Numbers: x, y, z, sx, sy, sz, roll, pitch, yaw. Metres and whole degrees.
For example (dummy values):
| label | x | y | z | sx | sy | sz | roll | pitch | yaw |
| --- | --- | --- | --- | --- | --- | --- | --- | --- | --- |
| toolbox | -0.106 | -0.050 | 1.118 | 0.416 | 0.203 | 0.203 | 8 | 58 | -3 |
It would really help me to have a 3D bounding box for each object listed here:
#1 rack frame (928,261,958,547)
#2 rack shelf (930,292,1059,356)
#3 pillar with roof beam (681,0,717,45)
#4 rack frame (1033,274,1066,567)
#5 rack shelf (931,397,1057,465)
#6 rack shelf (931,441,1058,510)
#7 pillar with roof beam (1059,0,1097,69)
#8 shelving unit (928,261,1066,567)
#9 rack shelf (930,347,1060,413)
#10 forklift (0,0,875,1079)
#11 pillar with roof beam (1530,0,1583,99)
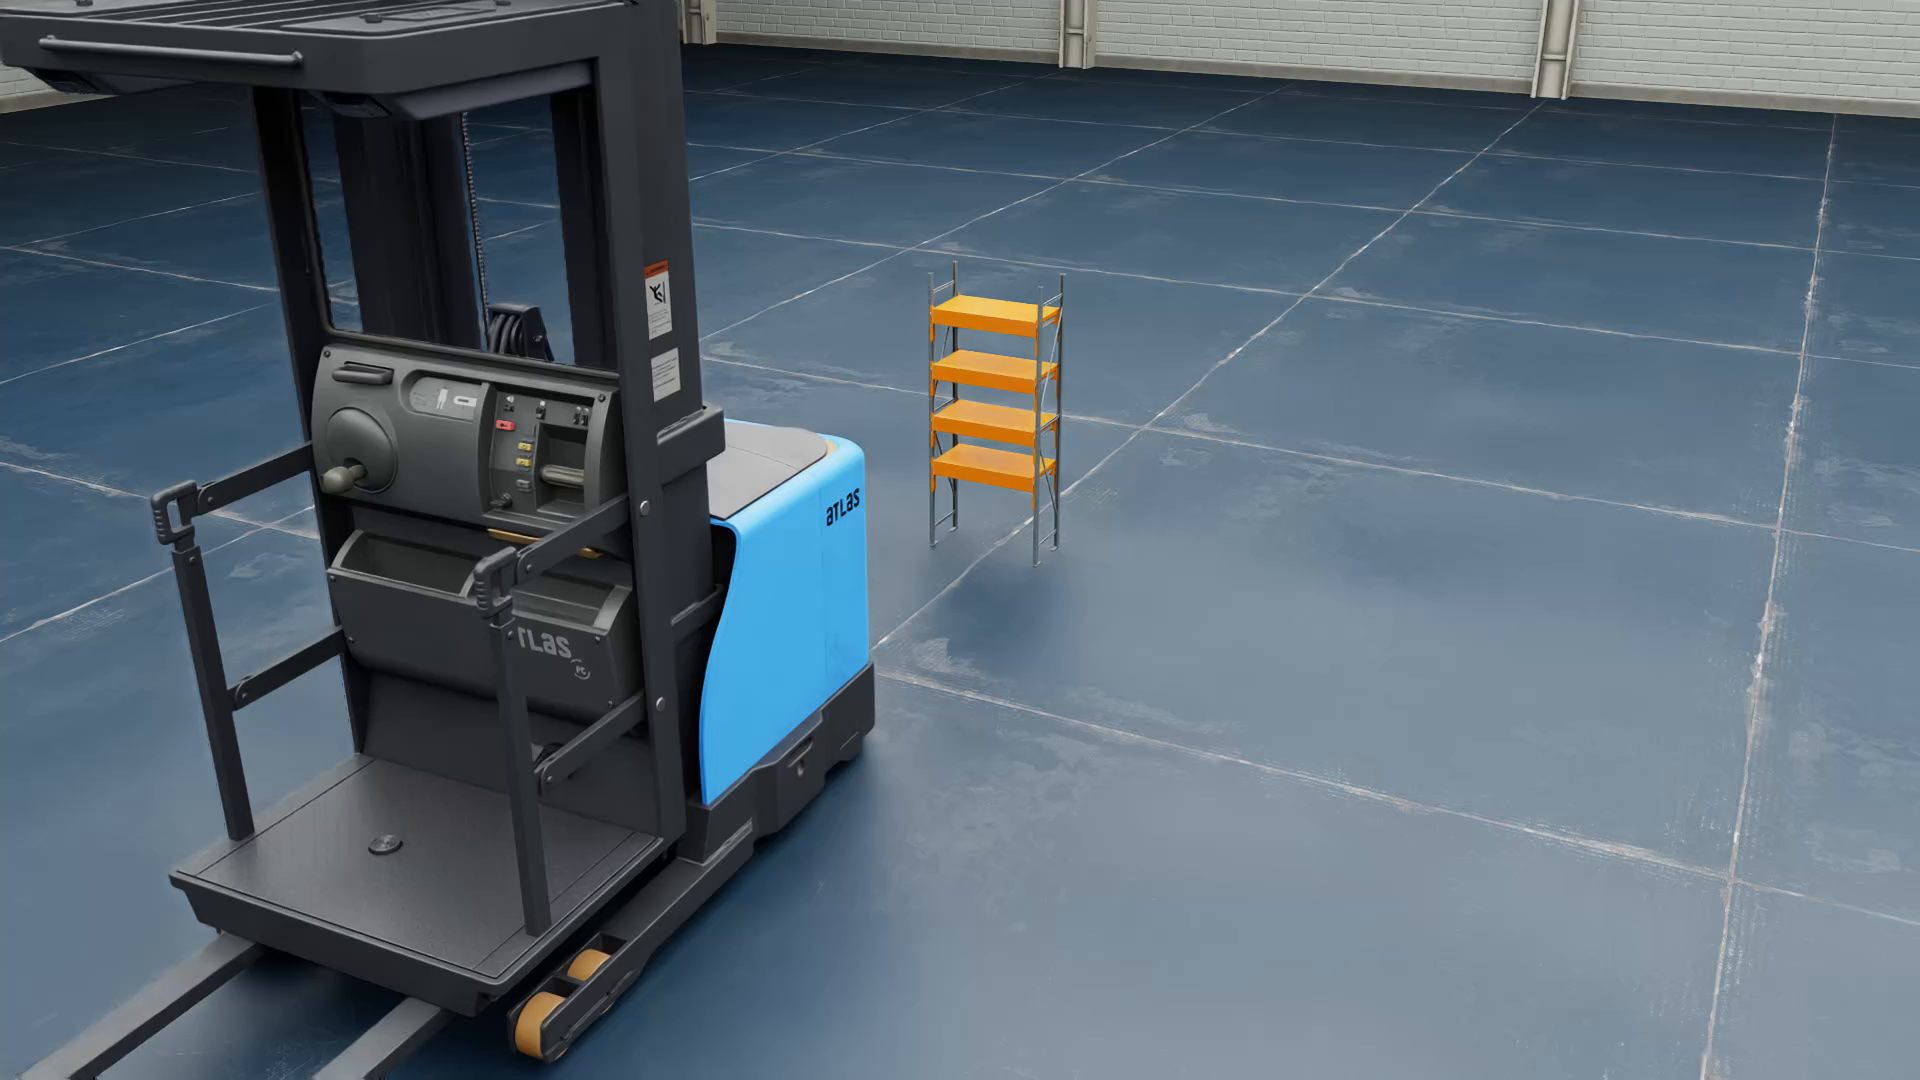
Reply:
| label | x | y | z | sx | sy | sz | roll | pitch | yaw |
| --- | --- | --- | --- | --- | --- | --- | --- | --- | --- |
| rack frame | -0.070 | -0.566 | 7.048 | 0.015 | 1.200 | 0.240 | 11 | 25 | 25 |
| rack shelf | 0.148 | -0.885 | 6.793 | 0.480 | 0.148 | 0.258 | 11 | 25 | 25 |
| pillar with roof beam | -5.754 | -9.939 | 19.123 | 0.400 | 9.000 | 9.100 | 11 | 25 | 25 |
| rack frame | 0.365 | -0.480 | 6.845 | 0.015 | 1.200 | 0.240 | 11 | 25 | 25 |
| rack shelf | 0.148 | -0.461 | 6.973 | 0.480 | 0.148 | 0.258 | 11 | 25 | 25 |
| rack shelf | 0.148 | -0.278 | 7.050 | 0.480 | 0.148 | 0.258 | 11 | 25 | 25 |
| pillar with roof beam | -0.400 | -8.880 | 16.632 | 0.400 | 9.000 | 9.100 | 11 | 25 | 25 |
| shelving unit | 0.148 | -0.523 | 6.946 | 0.503 | 1.200 | 0.258 | 11 | 25 | 25 |
| rack shelf | 0.148 | -0.667 | 6.885 | 0.480 | 0.148 | 0.258 | 11 | 25 | 25 |
| forklift | -1.368 | -0.236 | 4.060 | 1.130 | 2.935 | 3.031 | 10 | 25 | 23 |
| pillar with roof beam | 4.955 | -7.820 | 14.141 | 0.400 | 9.000 | 9.100 | 11 | 25 | 25 |
